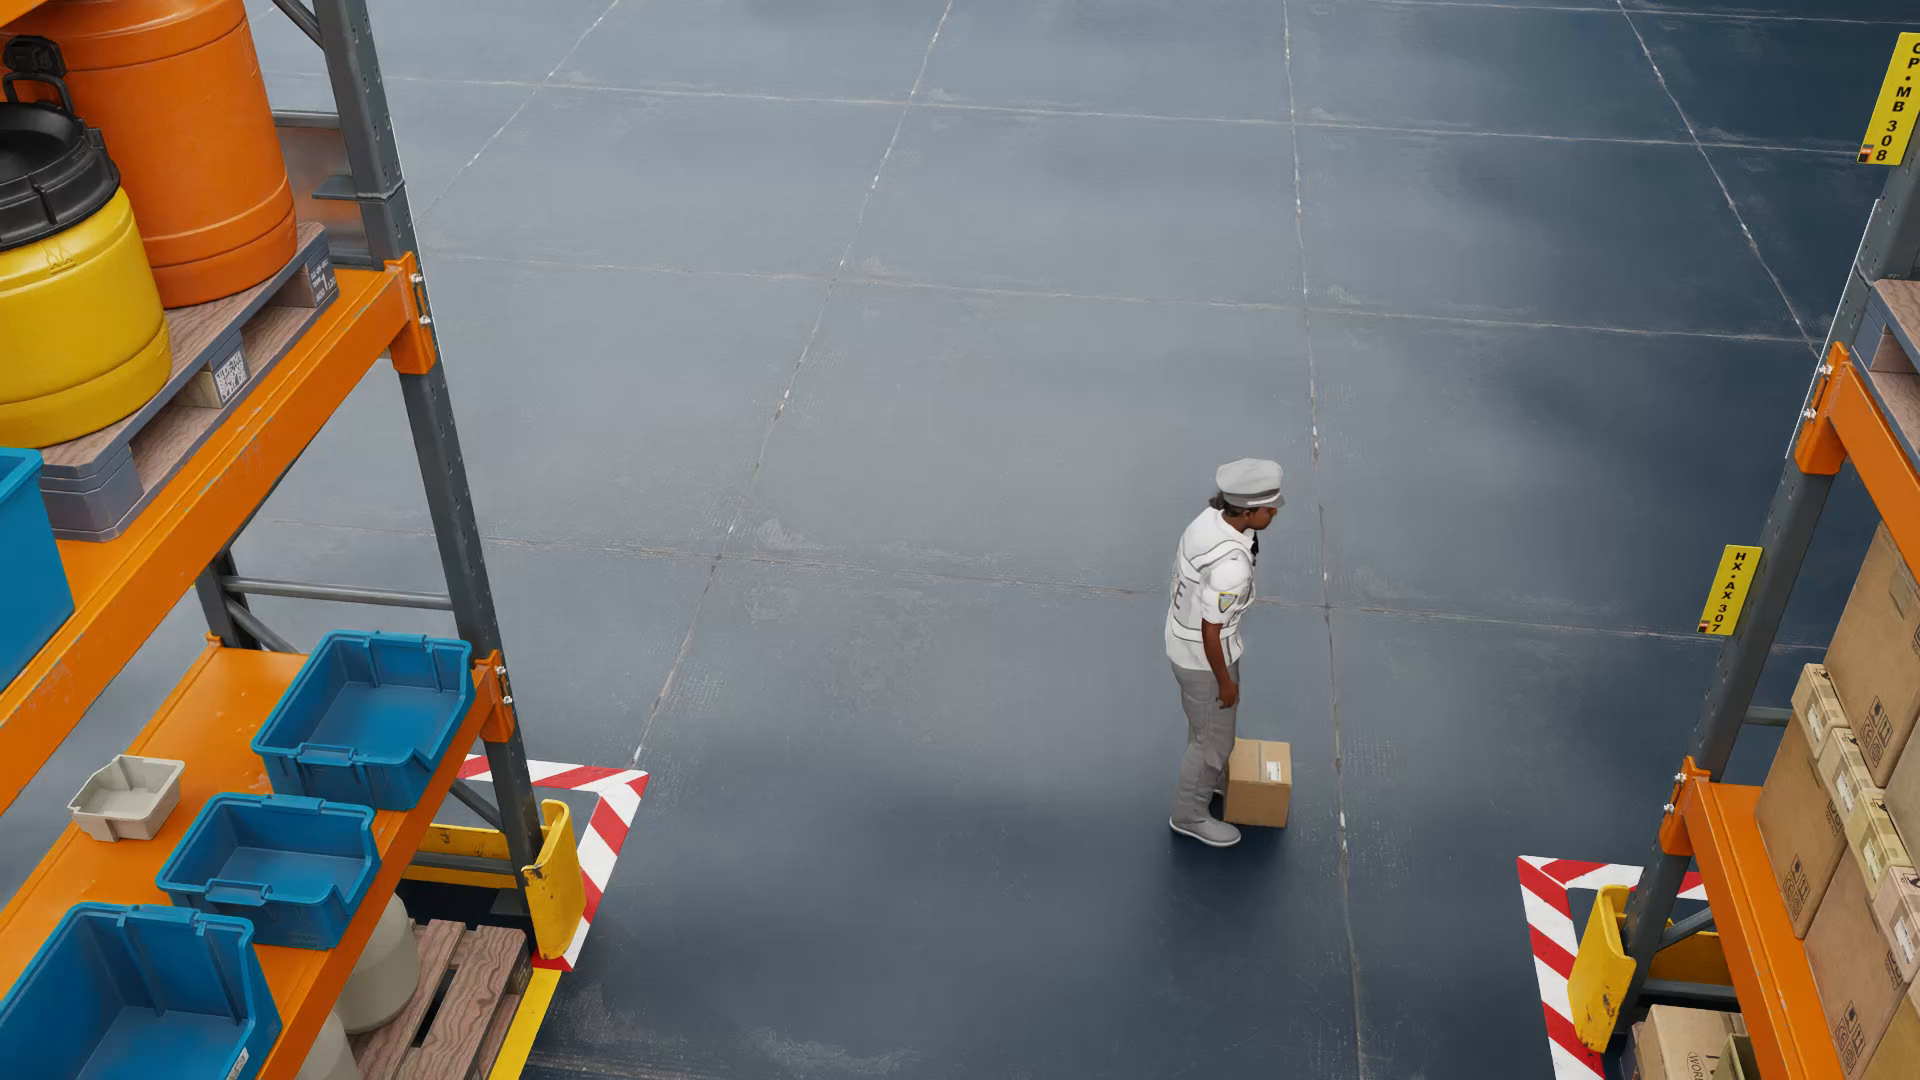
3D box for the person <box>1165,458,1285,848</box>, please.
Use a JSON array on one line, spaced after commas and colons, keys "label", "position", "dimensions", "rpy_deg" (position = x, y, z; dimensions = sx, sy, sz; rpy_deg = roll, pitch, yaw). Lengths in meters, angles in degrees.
[{"label": "person", "position": [1.007, 0.429, 6.455], "dimensions": [0.425, 1.659, 0.506], "rpy_deg": [3, 36, 4]}]
